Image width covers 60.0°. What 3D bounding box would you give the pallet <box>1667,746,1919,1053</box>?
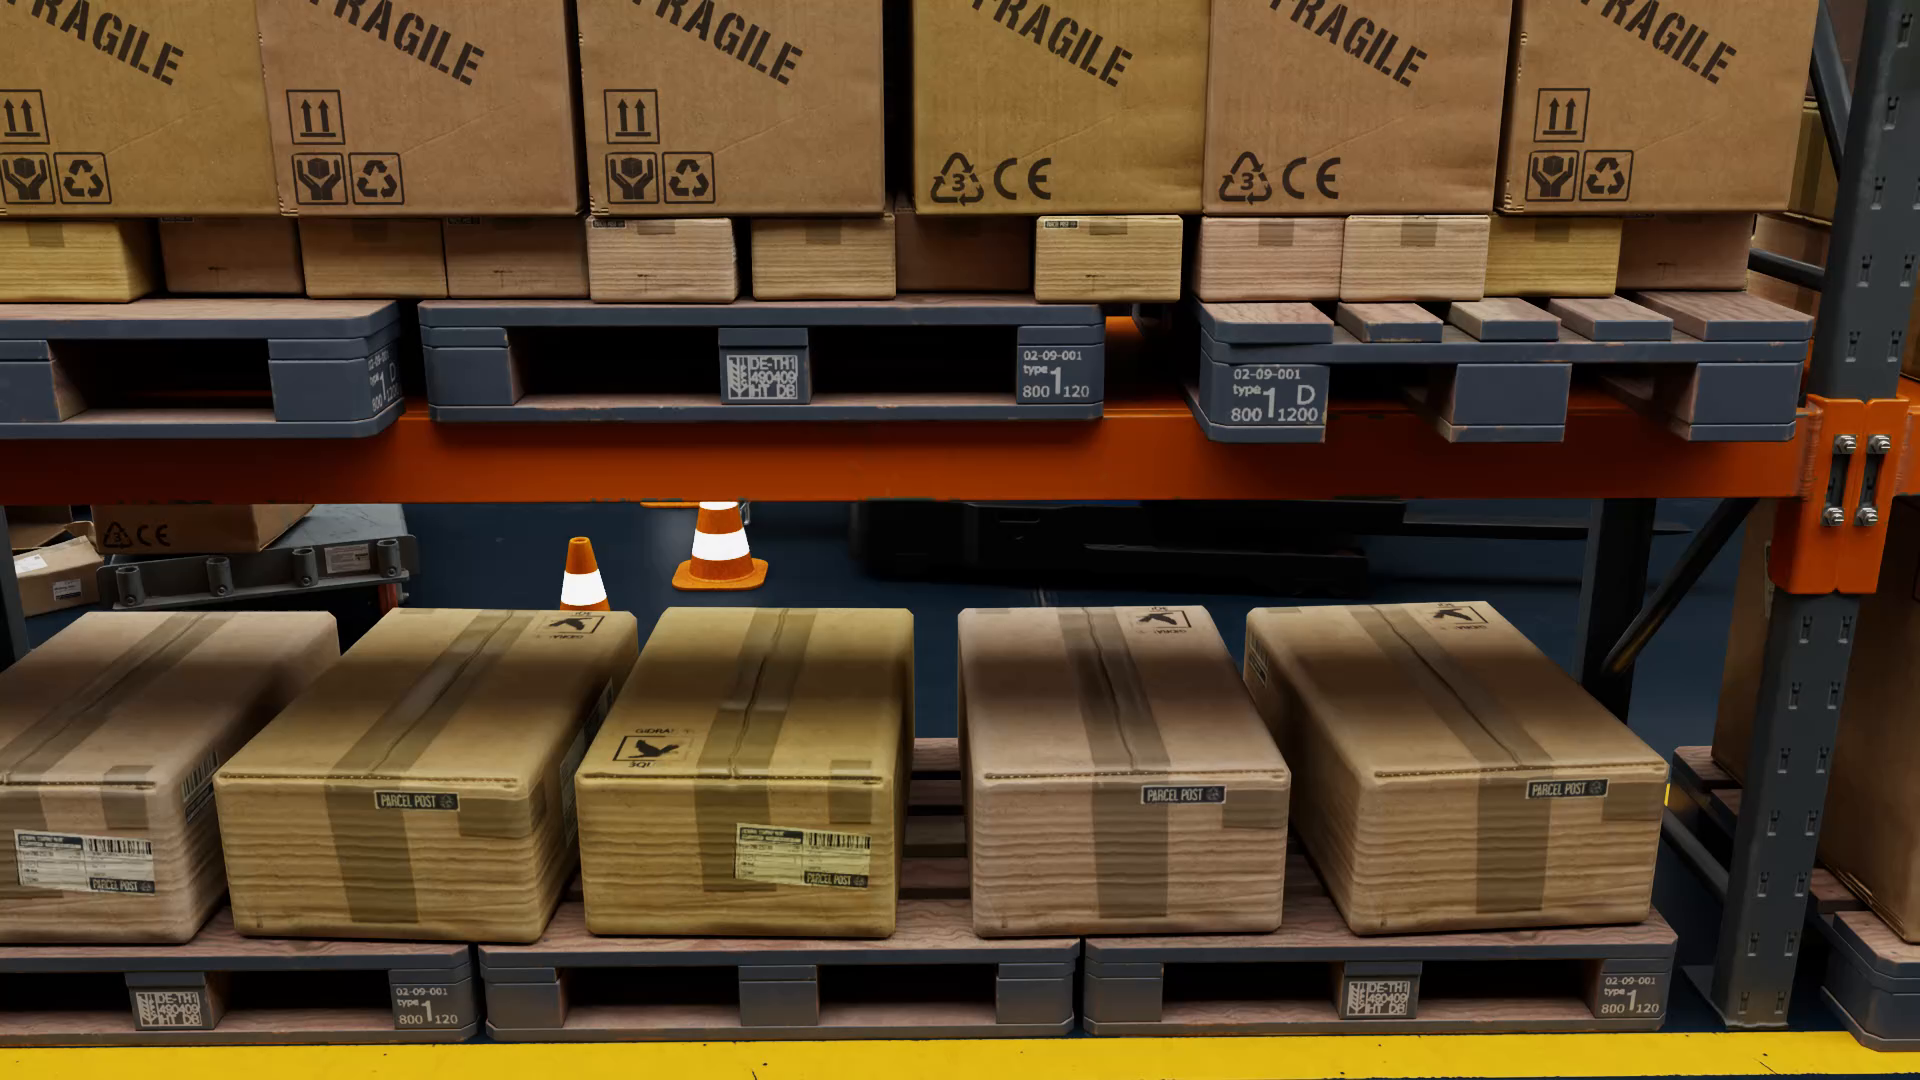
[{"bbox_3d":[2.415,0.773,3.792,1.213,0.211,1.003,0,18,-1],"label":"pallet"}]

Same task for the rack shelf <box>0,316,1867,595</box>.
[{"bbox_3d":[-0.374,-0.222,3.506,4.000,0.370,1.077,0,18,-1],"label":"rack shelf"}]

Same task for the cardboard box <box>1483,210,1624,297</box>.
[{"bbox_3d":[1.035,-0.558,3.099,0.250,0.149,0.380,0,18,0],"label":"cardboard box"}]

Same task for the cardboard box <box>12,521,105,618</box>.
[{"bbox_3d":[-3.222,0.096,5.815,0.396,0.266,0.258,-15,23,-39],"label":"cardboard box"}]

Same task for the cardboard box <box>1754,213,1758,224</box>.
[{"bbox_3d":[4.171,-1.545,8.631,0.500,0.250,0.500,0,18,1],"label":"cardboard box"}]

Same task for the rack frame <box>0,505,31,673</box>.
[{"bbox_3d":[-2.374,-0.555,3.366,0.127,3.000,1.000,0,18,-1],"label":"rack frame"}]

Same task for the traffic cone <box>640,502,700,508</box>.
[{"bbox_3d":[-1.188,-0.403,7.047,0.334,0.463,0.336,0,18,-1],"label":"traffic cone"}]

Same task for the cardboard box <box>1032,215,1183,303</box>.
[{"bbox_3d":[0.257,-0.538,3.039,0.250,0.149,0.380,0,18,0],"label":"cardboard box"}]

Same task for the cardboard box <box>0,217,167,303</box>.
[{"bbox_3d":[-1.566,-0.540,3.043,0.250,0.149,0.380,0,18,0],"label":"cardboard box"}]

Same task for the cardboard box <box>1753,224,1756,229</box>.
[{"bbox_3d":[4.191,-1.392,8.154,0.500,0.250,0.500,1,18,2],"label":"cardboard box"}]

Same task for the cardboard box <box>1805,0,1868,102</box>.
[{"bbox_3d":[2.139,-1.180,3.515,0.500,0.500,0.500,-1,18,-2],"label":"cardboard box"}]

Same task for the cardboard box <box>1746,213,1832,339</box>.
[{"bbox_3d":[2.127,-0.584,3.704,0.500,0.250,0.500,-1,18,-3],"label":"cardboard box"}]

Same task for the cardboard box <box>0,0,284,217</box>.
[{"bbox_3d":[-1.400,-0.861,2.983,0.500,0.500,0.500,0,18,-1],"label":"cardboard box"}]

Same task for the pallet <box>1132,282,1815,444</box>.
[{"bbox_3d":[0.915,-0.447,3.343,1.003,0.211,1.213,0,18,-1],"label":"pallet"}]

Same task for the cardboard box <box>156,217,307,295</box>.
[{"bbox_3d":[-1.284,-0.564,3.120,0.250,0.149,0.380,1,18,3],"label":"cardboard box"}]

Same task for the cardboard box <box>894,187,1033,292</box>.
[{"bbox_3d":[0.004,-0.576,3.155,0.250,0.149,0.380,0,18,0],"label":"cardboard box"}]

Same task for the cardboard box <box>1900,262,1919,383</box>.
[{"bbox_3d":[2.119,-0.428,3.217,0.500,0.250,0.500,-1,18,-2],"label":"cardboard box"}]

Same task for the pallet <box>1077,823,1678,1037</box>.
[{"bbox_3d":[0.844,0.757,3.842,1.213,0.211,1.003,0,18,-1],"label":"pallet"}]

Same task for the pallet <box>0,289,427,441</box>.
[{"bbox_3d":[-1.607,-0.423,3.268,1.213,0.211,1.003,0,18,-1],"label":"pallet"}]

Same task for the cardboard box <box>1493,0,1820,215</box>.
[{"bbox_3d":[1.176,-0.876,3.030,0.500,0.500,0.500,-1,18,-2],"label":"cardboard box"}]

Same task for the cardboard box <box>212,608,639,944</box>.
[{"bbox_3d":[-1.131,0.489,3.728,0.625,0.372,0.950,1,18,3],"label":"cardboard box"}]

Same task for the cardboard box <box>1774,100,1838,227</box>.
[{"bbox_3d":[2.106,-0.821,3.622,0.500,0.250,0.500,0,18,-1],"label":"cardboard box"}]

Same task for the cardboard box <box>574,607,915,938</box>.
[{"bbox_3d":[-0.435,0.485,3.740,0.625,0.372,0.950,0,18,1],"label":"cardboard box"}]

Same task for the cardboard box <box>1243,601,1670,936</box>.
[{"bbox_3d":[1.061,0.477,3.765,0.625,0.372,0.950,-1,18,-5],"label":"cardboard box"}]

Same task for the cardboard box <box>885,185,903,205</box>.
[{"bbox_3d":[-0.057,-0.698,3.536,0.250,0.149,0.380,0,18,1],"label":"cardboard box"}]

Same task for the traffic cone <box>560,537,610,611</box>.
[{"bbox_3d":[-1.156,0.220,5.105,0.334,0.463,0.336,0,18,-1],"label":"traffic cone"}]

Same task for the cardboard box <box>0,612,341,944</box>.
[{"bbox_3d":[-1.849,0.493,3.714,0.625,0.372,0.950,0,18,0],"label":"cardboard box"}]

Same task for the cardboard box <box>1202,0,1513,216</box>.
[{"bbox_3d":[0.659,-0.870,3.012,0.500,0.500,0.500,-1,18,-2],"label":"cardboard box"}]

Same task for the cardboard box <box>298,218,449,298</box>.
[{"bbox_3d":[-1.026,-0.553,3.084,0.250,0.149,0.380,0,18,0],"label":"cardboard box"}]

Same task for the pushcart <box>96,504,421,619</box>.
[{"bbox_3d":[-2.460,-0.002,5.937,0.936,0.377,1.648,-7,19,-20],"label":"pushcart"}]

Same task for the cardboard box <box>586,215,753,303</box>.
[{"bbox_3d":[-0.512,-0.539,3.041,0.250,0.149,0.380,0,18,1],"label":"cardboard box"}]

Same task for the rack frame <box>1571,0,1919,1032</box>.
[{"bbox_3d":[1.626,-0.574,3.426,0.127,3.000,1.000,0,18,-1],"label":"rack frame"}]

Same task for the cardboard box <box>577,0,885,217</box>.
[{"bbox_3d":[-0.392,-0.865,2.996,0.500,0.500,0.500,-1,18,-3],"label":"cardboard box"}]

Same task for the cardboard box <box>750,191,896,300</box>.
[{"bbox_3d":[-0.246,-0.549,3.073,0.250,0.149,0.380,-1,18,-3],"label":"cardboard box"}]

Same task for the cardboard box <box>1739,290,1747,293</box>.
[{"bbox_3d":[3.684,-1.030,8.254,0.500,0.500,0.500,-1,18,-2],"label":"cardboard box"}]

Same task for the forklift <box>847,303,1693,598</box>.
[{"bbox_3d":[1.135,-1.362,5.995,3.031,2.935,1.130,2,18,5],"label":"forklift"}]

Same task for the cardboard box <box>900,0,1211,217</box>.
[{"bbox_3d":[0.154,-0.867,3.003,0.500,0.500,0.500,-1,18,-5],"label":"cardboard box"}]

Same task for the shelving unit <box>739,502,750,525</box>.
[{"bbox_3d":[-0.632,-0.605,6.468,0.503,1.200,0.258,2,18,5],"label":"shelving unit"}]

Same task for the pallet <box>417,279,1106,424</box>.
[{"bbox_3d":[-0.353,-0.461,3.387,1.213,0.211,1.003,0,18,-1],"label":"pallet"}]

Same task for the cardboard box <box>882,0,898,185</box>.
[{"bbox_3d":[-0.380,-1.022,3.486,0.500,0.500,0.500,-1,18,-3],"label":"cardboard box"}]

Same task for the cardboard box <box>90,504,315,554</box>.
[{"bbox_3d":[-2.432,-0.269,5.327,0.500,0.500,0.500,0,18,-1],"label":"cardboard box"}]

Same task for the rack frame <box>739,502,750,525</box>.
[{"bbox_3d":[-0.875,-0.612,6.491,0.015,1.200,0.240,2,18,5],"label":"rack frame"}]

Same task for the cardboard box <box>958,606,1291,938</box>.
[{"bbox_3d":[0.323,0.483,3.746,0.625,0.372,0.950,-1,18,-2],"label":"cardboard box"}]

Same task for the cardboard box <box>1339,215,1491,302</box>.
[{"bbox_3d":[0.784,-0.543,3.052,0.250,0.149,0.380,0,18,-1],"label":"cardboard box"}]

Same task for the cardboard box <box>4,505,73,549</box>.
[{"bbox_3d":[-3.722,-0.200,6.125,0.503,0.637,0.797,0,18,-1],"label":"cardboard box"}]

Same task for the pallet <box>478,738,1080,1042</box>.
[{"bbox_3d":[-0.372,0.762,3.826,1.213,0.211,1.003,0,18,-1],"label":"pallet"}]

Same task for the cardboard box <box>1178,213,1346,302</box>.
[{"bbox_3d":[0.532,-0.544,3.056,0.250,0.149,0.380,-1,18,-3],"label":"cardboard box"}]

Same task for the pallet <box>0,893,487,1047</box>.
[{"bbox_3d":[-1.595,0.769,3.805,1.213,0.211,1.003,0,18,-1],"label":"pallet"}]

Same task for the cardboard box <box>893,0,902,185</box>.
[{"bbox_3d":[0.120,-1.022,3.486,0.500,0.500,0.500,0,18,0],"label":"cardboard box"}]

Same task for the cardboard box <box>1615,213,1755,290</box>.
[{"bbox_3d":[1.302,-0.581,3.172,0.250,0.149,0.380,0,18,1],"label":"cardboard box"}]

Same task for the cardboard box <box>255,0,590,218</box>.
[{"bbox_3d":[-0.905,-0.859,2.978,0.500,0.500,0.500,0,18,-1],"label":"cardboard box"}]

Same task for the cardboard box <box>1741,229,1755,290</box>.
[{"bbox_3d":[3.663,-1.385,8.133,0.500,0.250,0.500,-1,18,-3],"label":"cardboard box"}]

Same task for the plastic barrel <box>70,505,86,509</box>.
[{"bbox_3d":[-3.663,-0.365,6.993,0.421,0.421,0.512,14,22,37],"label":"plastic barrel"}]

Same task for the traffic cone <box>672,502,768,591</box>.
[{"bbox_3d":[-0.882,-0.087,6.062,0.334,0.463,0.336,0,18,-1],"label":"traffic cone"}]

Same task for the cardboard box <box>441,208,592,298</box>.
[{"bbox_3d":[-0.779,-0.554,3.086,0.250,0.149,0.380,0,18,0],"label":"cardboard box"}]

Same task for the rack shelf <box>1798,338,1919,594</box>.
[{"bbox_3d":[3.626,-0.241,3.566,4.000,0.370,1.077,0,18,-1],"label":"rack shelf"}]

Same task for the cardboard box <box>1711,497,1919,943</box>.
[{"bbox_3d":[2.318,0.260,3.618,0.875,0.875,0.875,0,18,-1],"label":"cardboard box"}]
